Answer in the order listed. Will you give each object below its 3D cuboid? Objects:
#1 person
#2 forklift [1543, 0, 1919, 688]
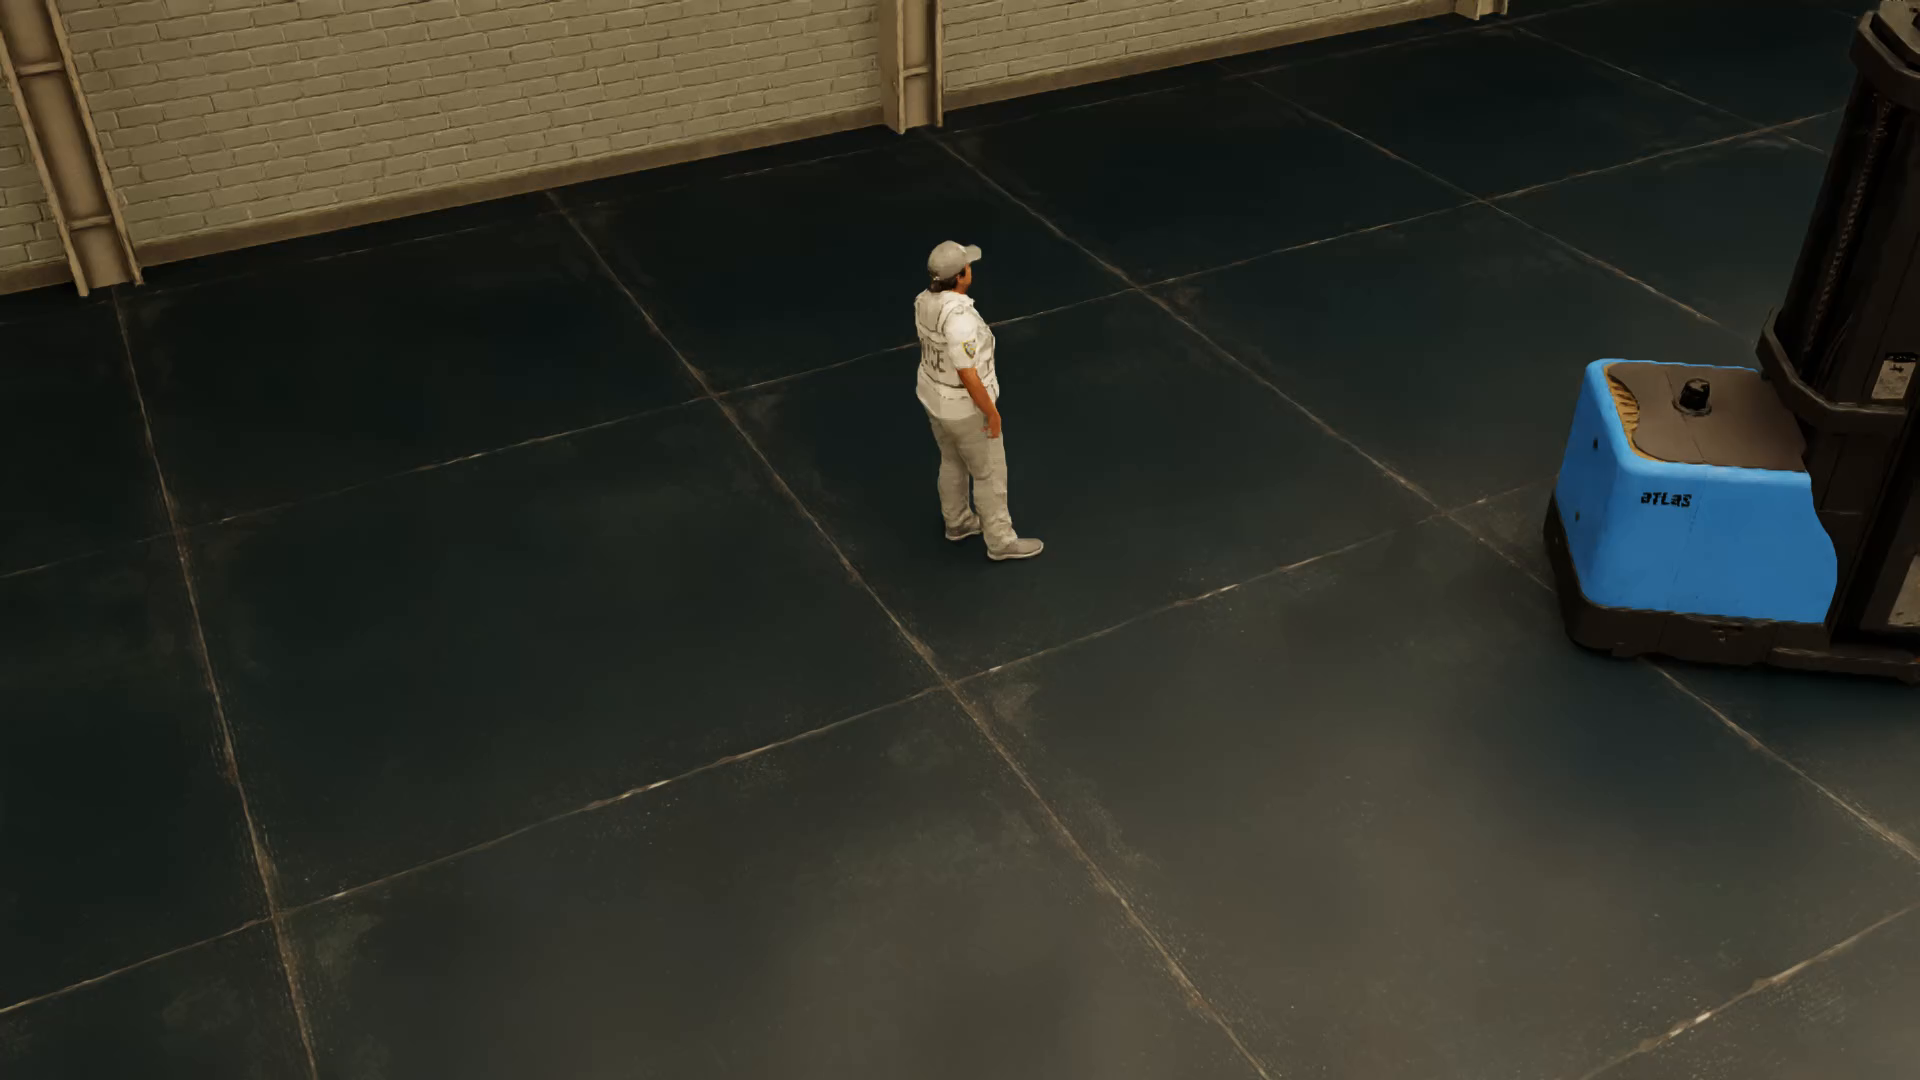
[{"bbox_3d":[0.078,-0.696,8.190,0.529,1.669,0.598,-17,39,-23],"label":"person"},{"bbox_3d":[4.456,-0.818,7.280,3.031,2.935,1.130,5,36,6],"label":"forklift"}]
